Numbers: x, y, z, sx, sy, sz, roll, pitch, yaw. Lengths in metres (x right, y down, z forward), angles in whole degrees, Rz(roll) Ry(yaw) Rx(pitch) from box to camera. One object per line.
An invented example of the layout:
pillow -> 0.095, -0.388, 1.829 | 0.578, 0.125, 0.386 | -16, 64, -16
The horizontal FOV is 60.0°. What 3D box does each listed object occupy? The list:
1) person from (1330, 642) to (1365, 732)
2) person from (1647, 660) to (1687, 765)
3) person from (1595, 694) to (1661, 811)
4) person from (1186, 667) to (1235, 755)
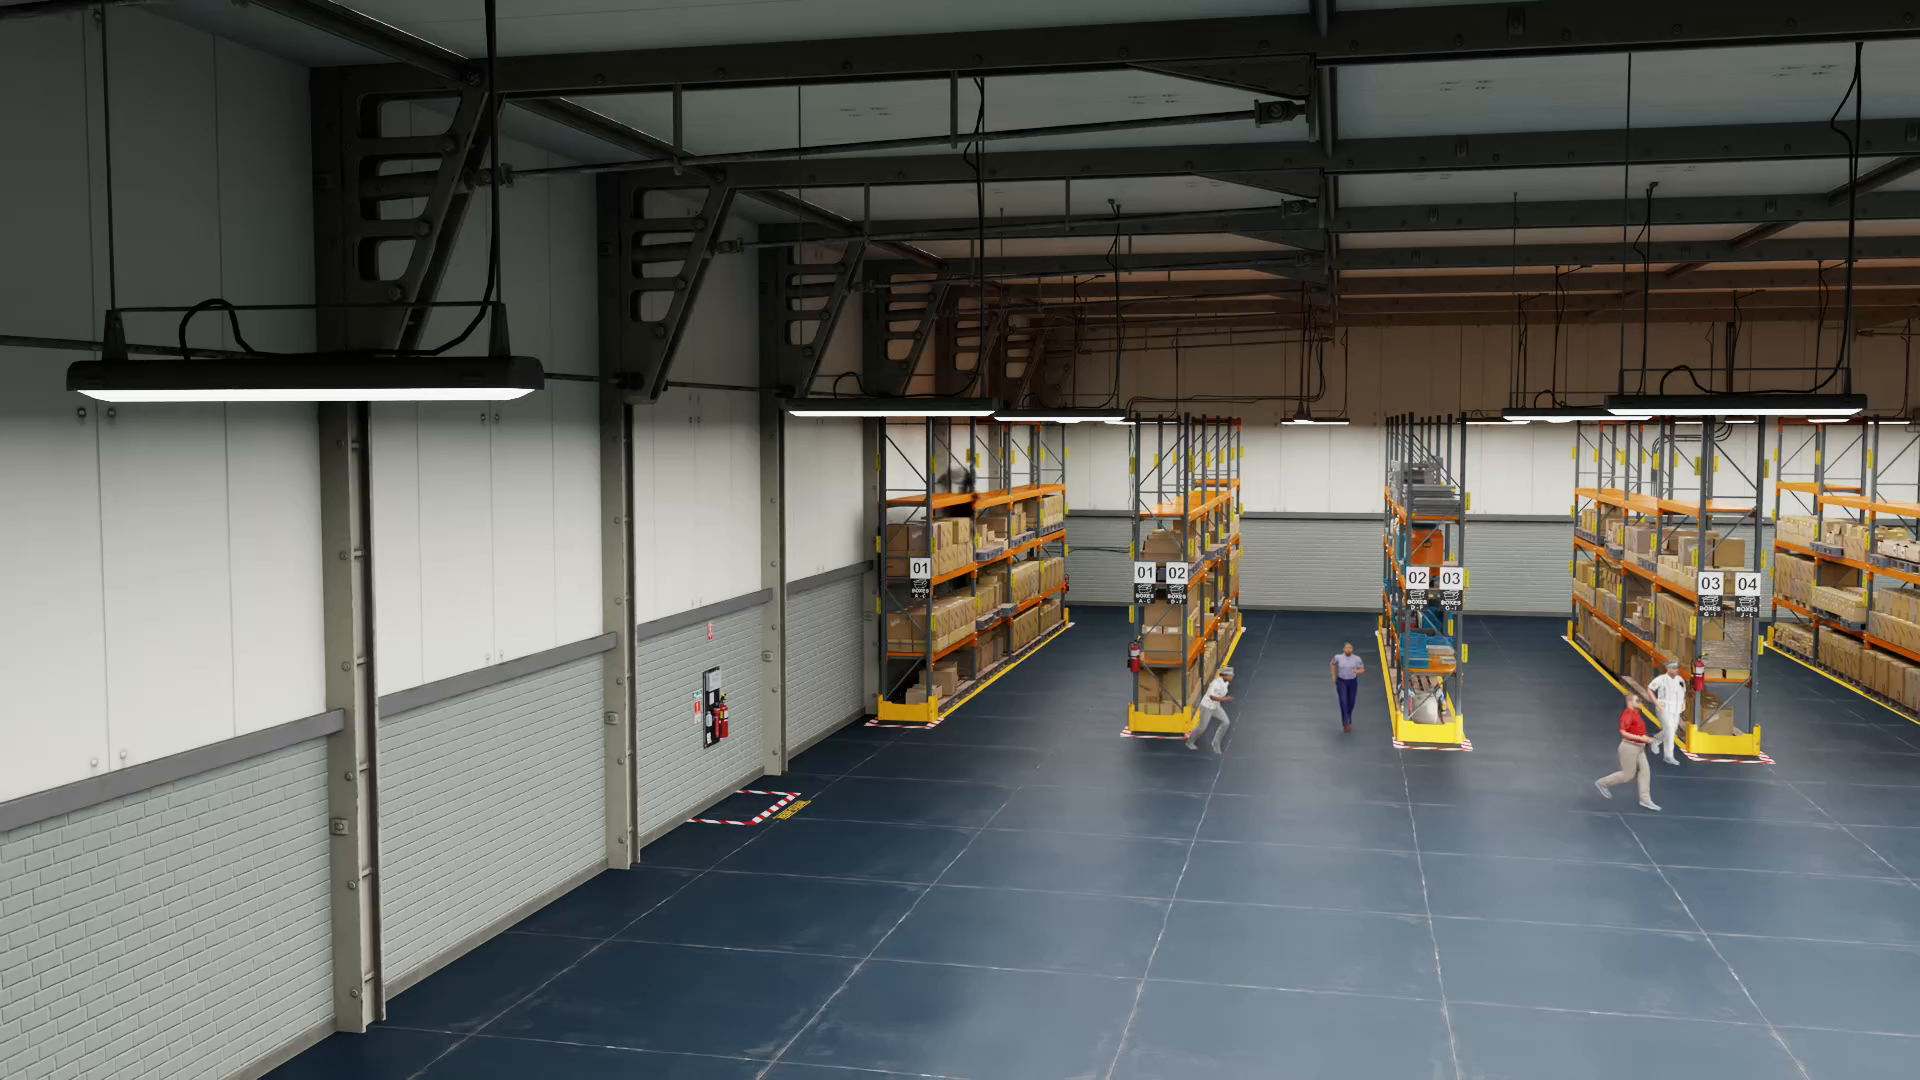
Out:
person -> 7.341, 2.747, 31.491 | 0.599, 1.651, 0.919 | 0, 4, 4
person -> 12.181, 2.931, 28.601 | 0.676, 1.785, 0.798 | -1, 4, -17
person -> 10.088, 3.176, 25.054 | 0.944, 1.737, 0.664 | 3, 5, 37
person -> 4.423, 2.990, 29.237 | 0.963, 1.585, 0.611 | 3, 5, 37
